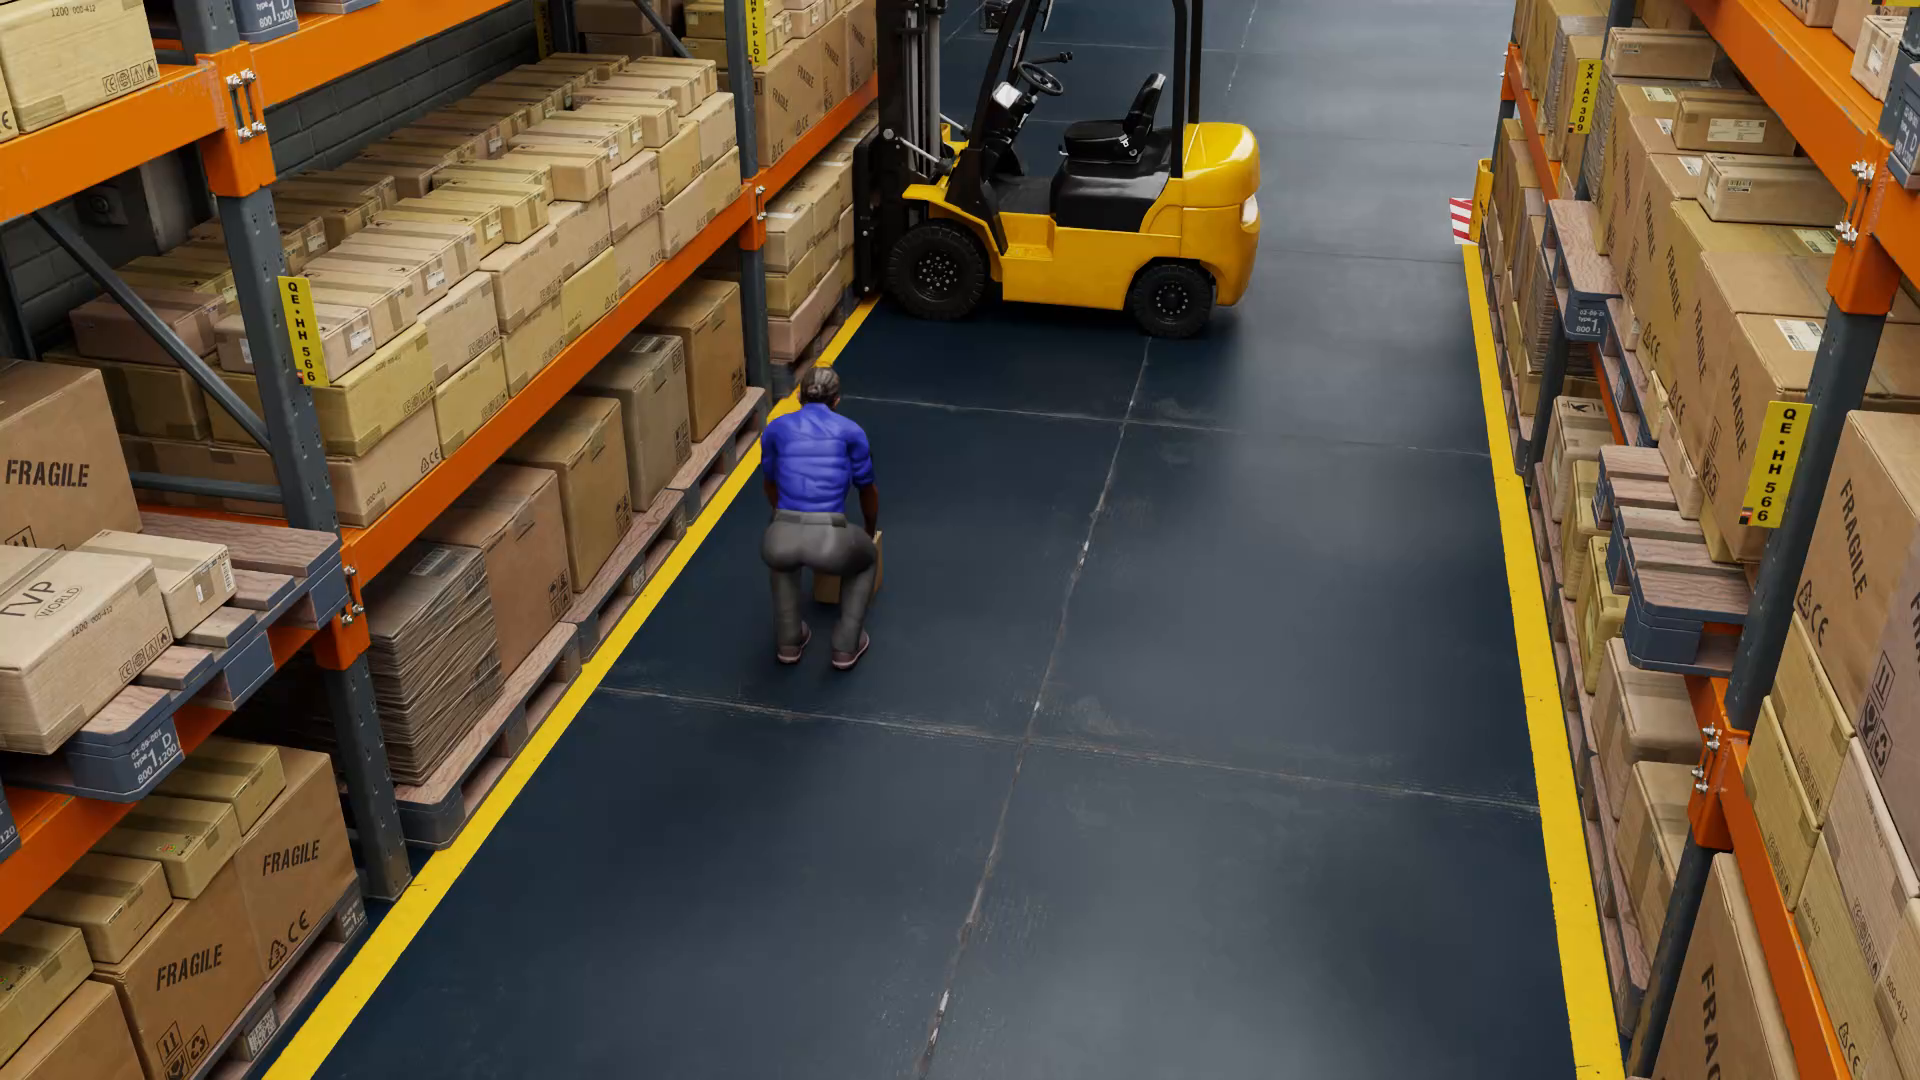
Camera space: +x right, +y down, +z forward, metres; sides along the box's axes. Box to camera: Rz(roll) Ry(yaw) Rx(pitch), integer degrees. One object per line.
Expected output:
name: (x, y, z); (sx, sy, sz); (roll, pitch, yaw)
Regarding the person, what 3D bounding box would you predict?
person: (-0.560, 0.054, 6.958); (0.470, 0.796, 0.875); (4, 29, 7)
